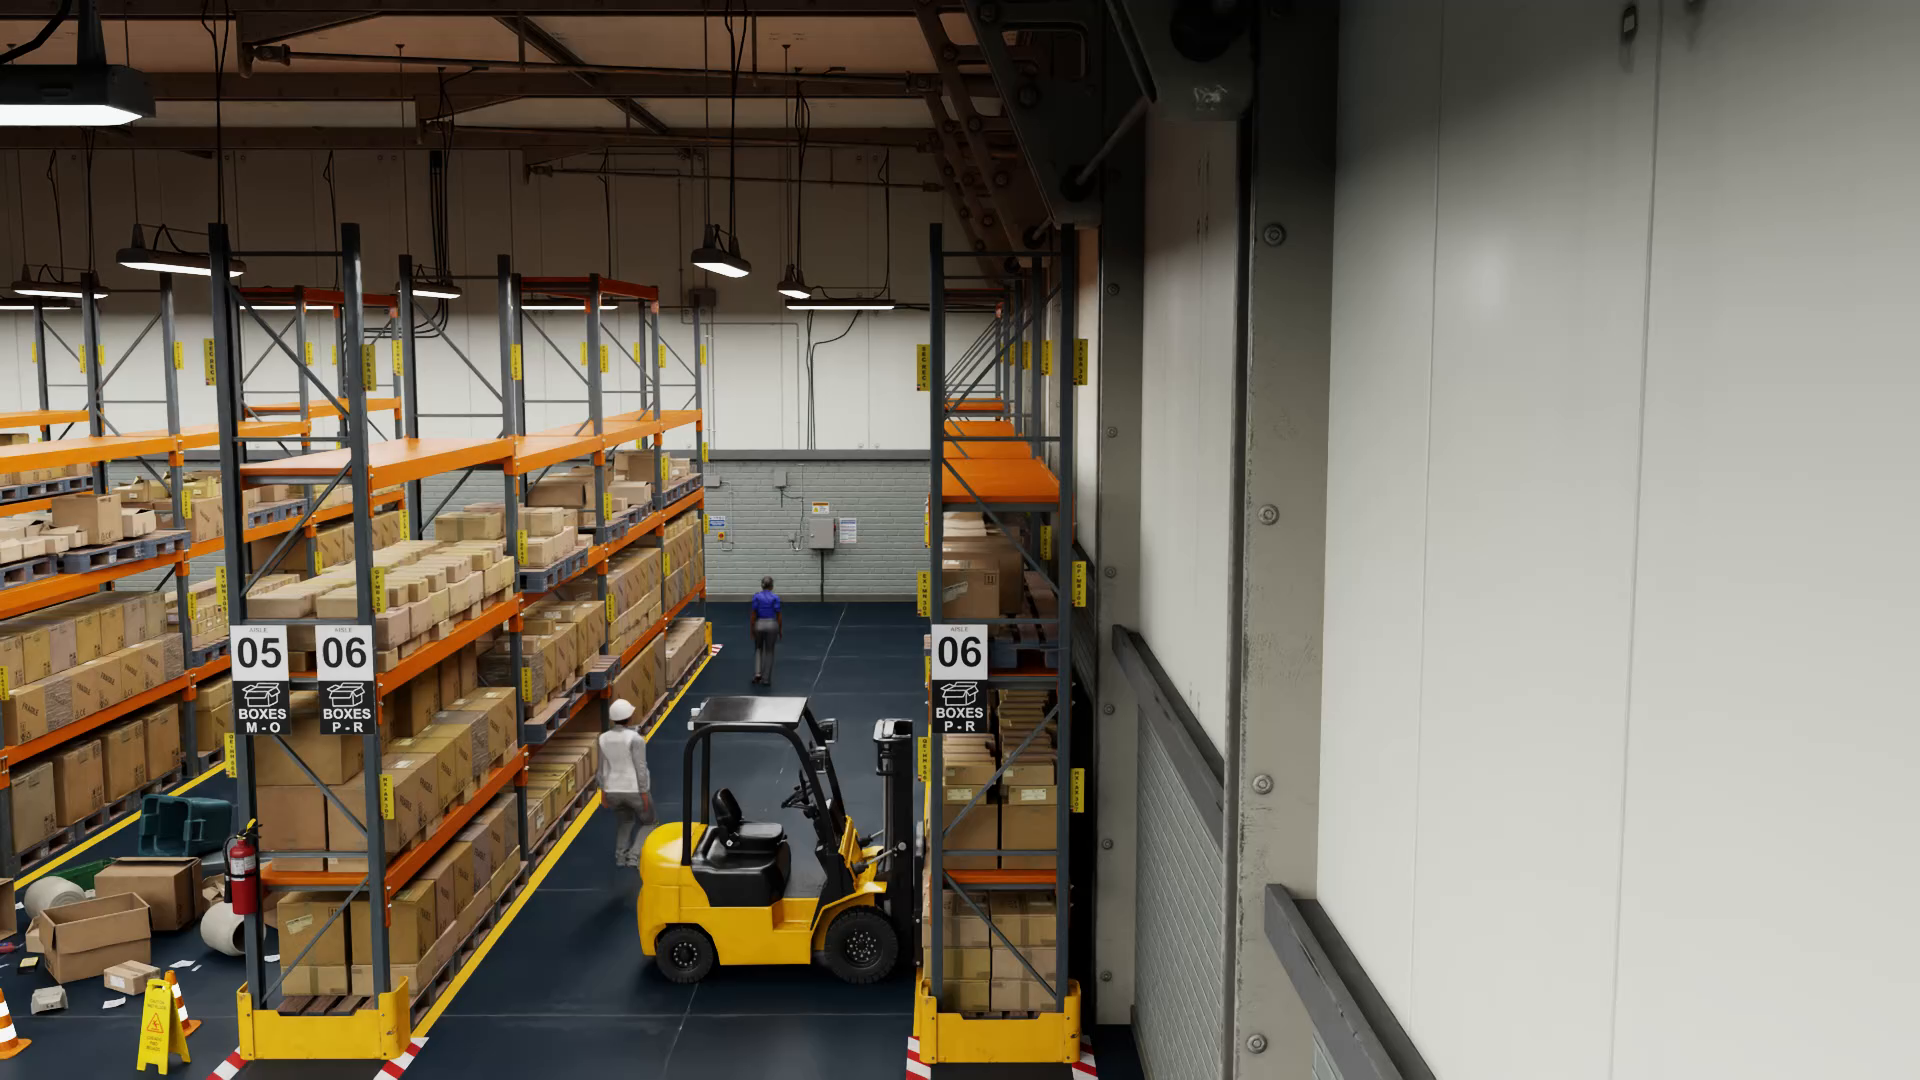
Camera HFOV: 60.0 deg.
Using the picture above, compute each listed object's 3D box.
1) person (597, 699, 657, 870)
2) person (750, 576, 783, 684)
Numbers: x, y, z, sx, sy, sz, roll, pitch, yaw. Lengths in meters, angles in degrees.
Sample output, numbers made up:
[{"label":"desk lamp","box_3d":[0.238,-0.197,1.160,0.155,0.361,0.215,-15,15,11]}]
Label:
[{"label":"person","box_3d":[-3.163,2.318,15.721,0.580,1.637,0.542,1,7,8]},{"label":"person","box_3d":[-2.967,1.392,25.455,0.517,1.703,0.389,0,7,4]}]
